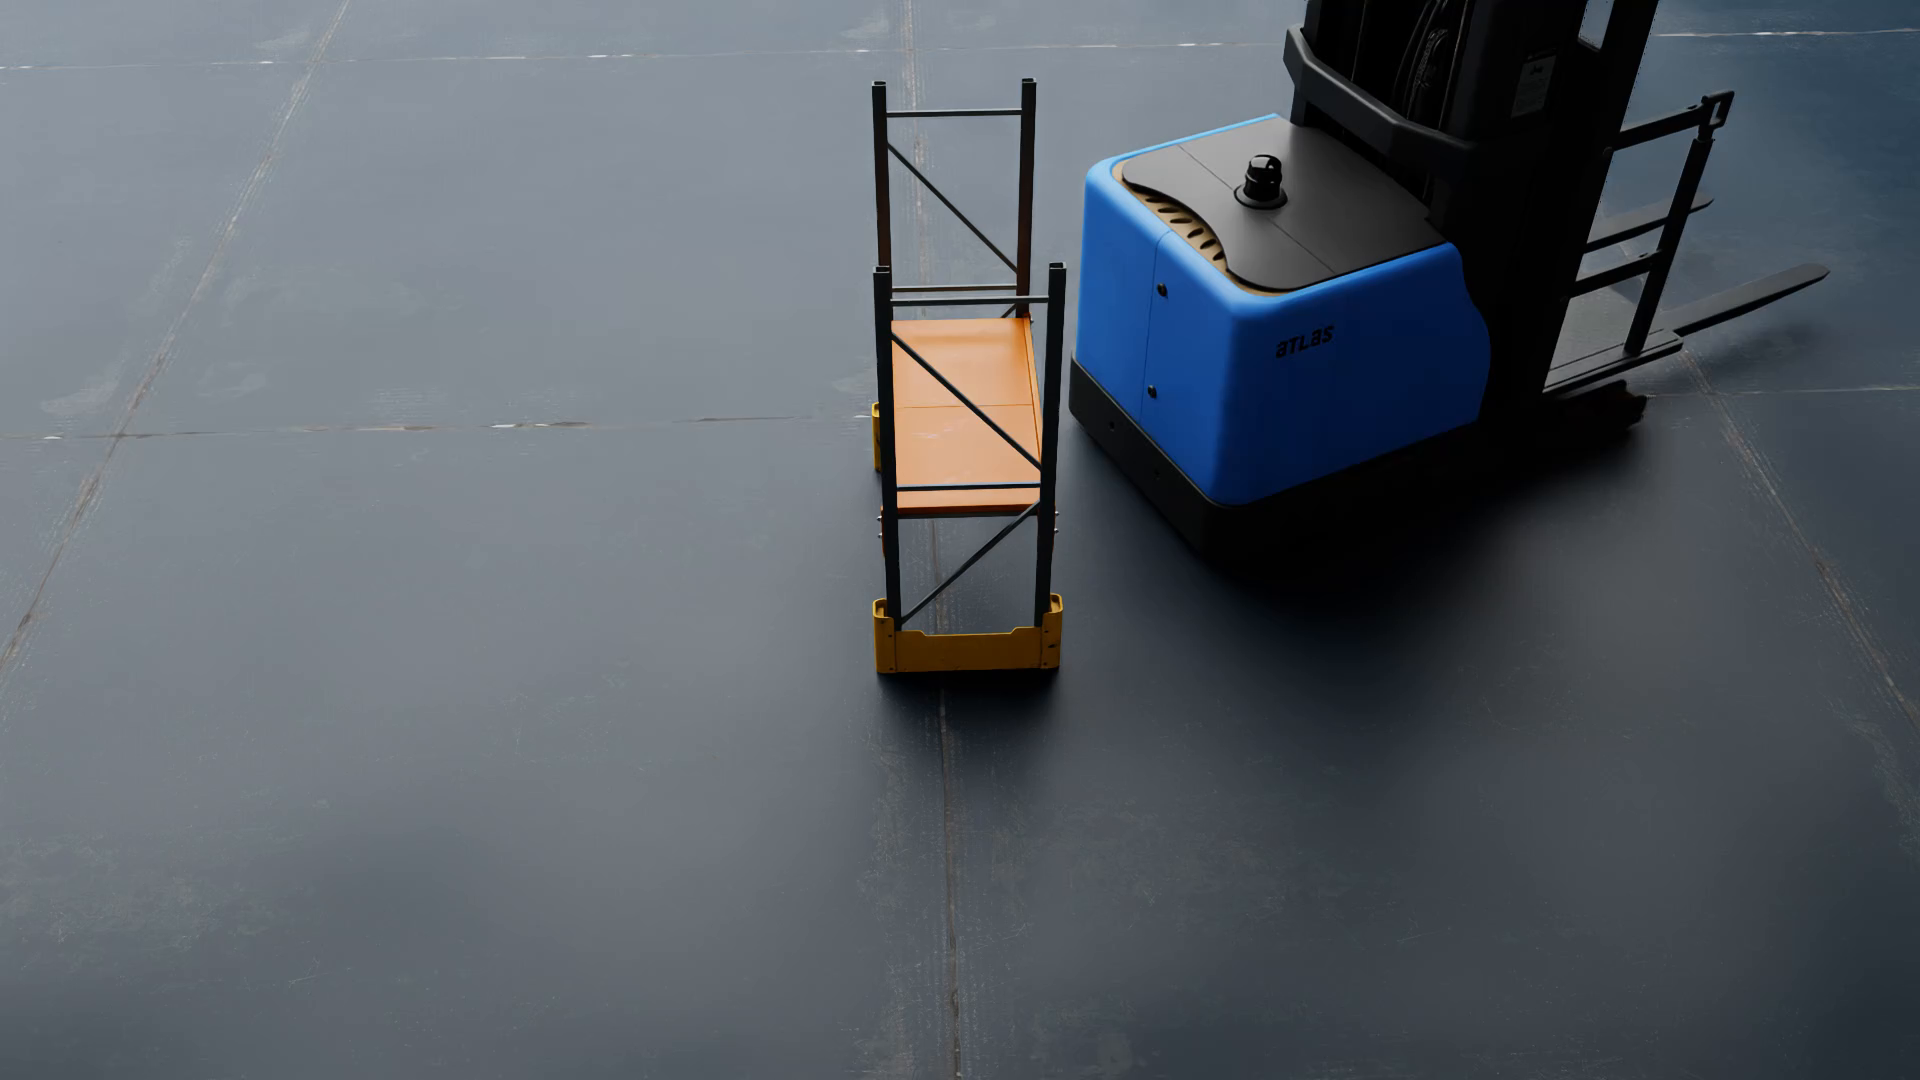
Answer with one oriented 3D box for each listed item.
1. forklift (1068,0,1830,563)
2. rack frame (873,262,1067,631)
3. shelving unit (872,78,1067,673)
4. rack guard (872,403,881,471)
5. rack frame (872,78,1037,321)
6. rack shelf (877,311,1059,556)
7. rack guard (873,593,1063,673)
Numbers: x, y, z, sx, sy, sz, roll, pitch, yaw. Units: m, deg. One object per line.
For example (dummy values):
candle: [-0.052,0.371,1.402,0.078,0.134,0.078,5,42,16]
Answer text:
forklift: [1.952,-1.712,5.449,3.031,2.935,1.130,-19,46,-20]
rack frame: [0.025,-0.152,4.806,0.500,1.500,0.032,-2,43,-2]
shelving unit: [0.003,-0.501,5.187,0.587,1.500,1.083,-2,43,-2]
rack guard: [-0.018,-0.377,5.976,0.587,0.250,0.087,-2,43,-2]
rack frame: [-0.018,-0.838,5.555,0.500,1.500,0.032,-2,43,-2]
rack shelf: [0.004,-0.363,5.302,0.538,0.185,1.000,-2,43,-2]
rack guard: [0.024,0.296,5.243,0.587,0.250,0.087,-2,43,-2]
